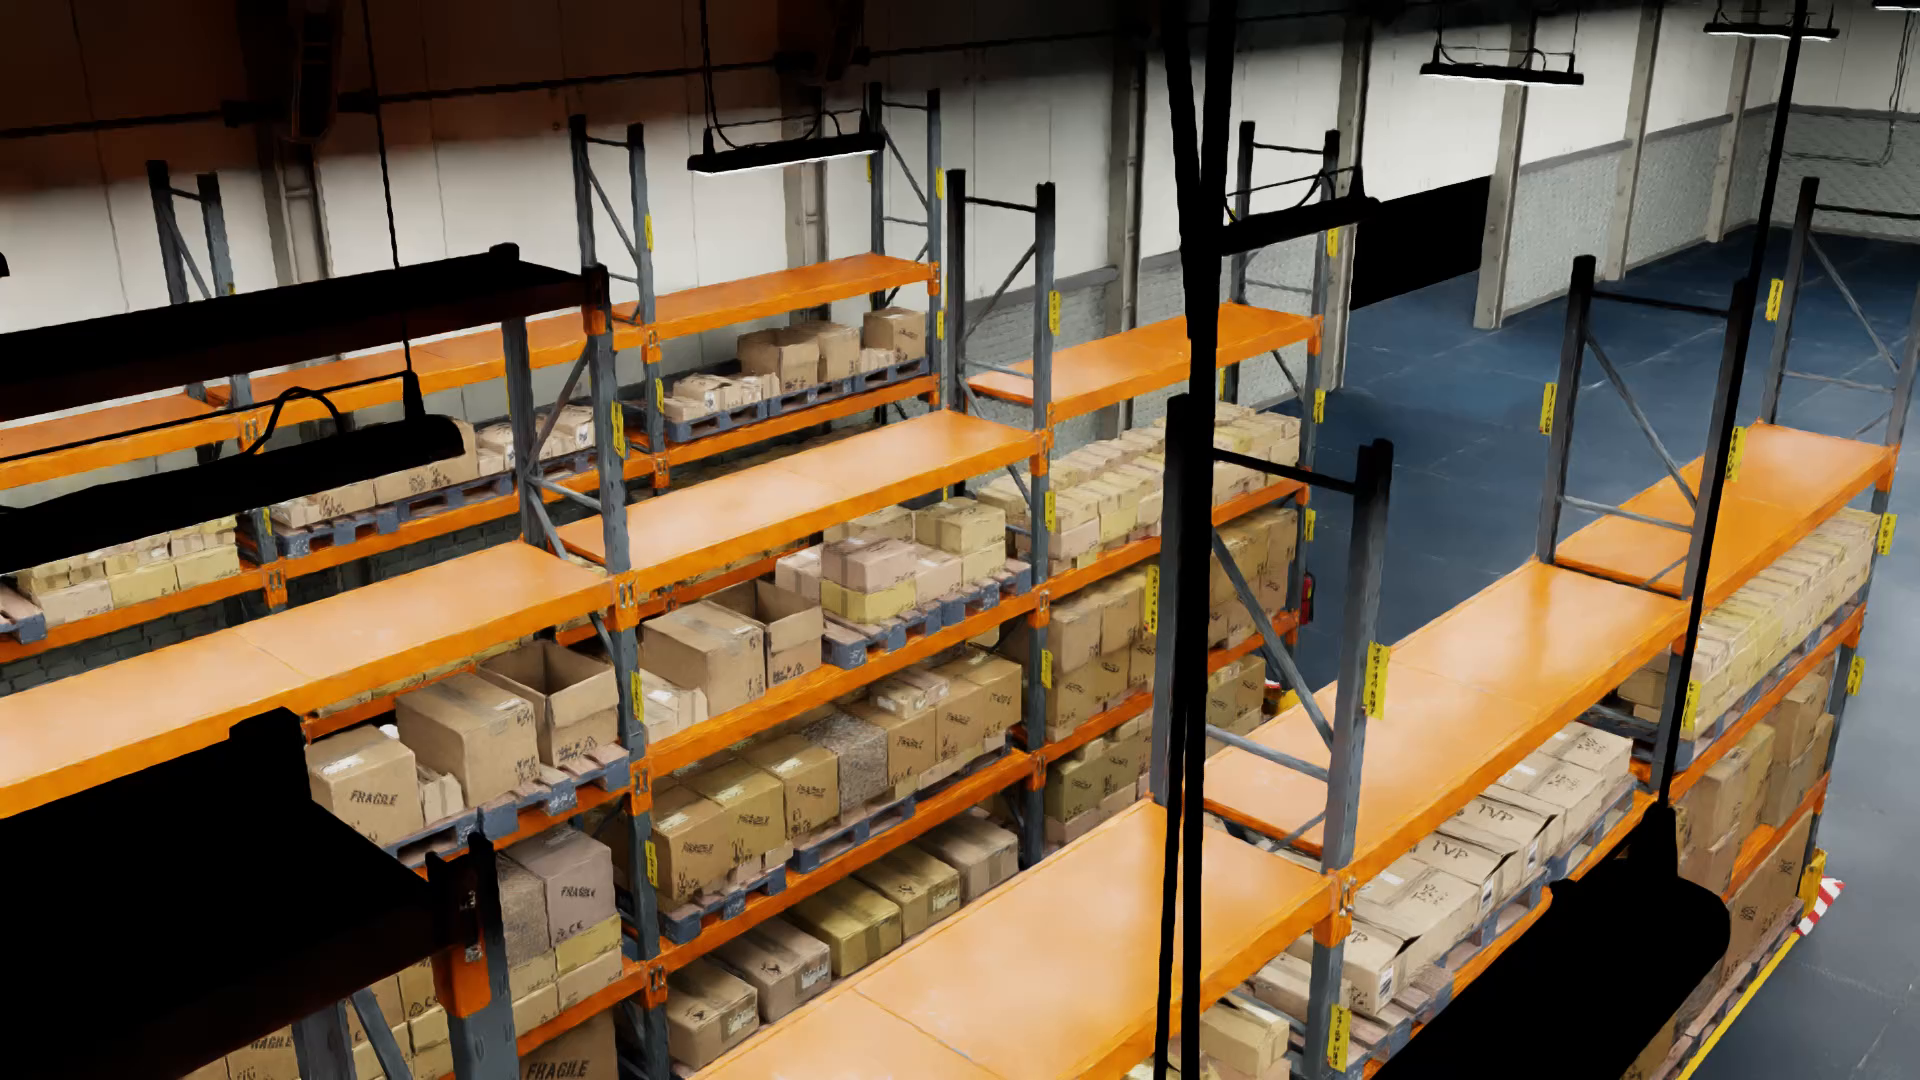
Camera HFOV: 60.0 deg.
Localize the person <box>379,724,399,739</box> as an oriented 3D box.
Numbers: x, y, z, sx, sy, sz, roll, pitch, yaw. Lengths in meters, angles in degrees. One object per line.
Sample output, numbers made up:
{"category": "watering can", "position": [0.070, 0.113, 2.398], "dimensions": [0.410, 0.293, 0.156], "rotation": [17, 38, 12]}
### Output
{"category": "person", "position": [-4.568, 2.324, 13.528], "dimensions": [0.658, 1.786, 0.576], "rotation": [-8, 23, -21]}
